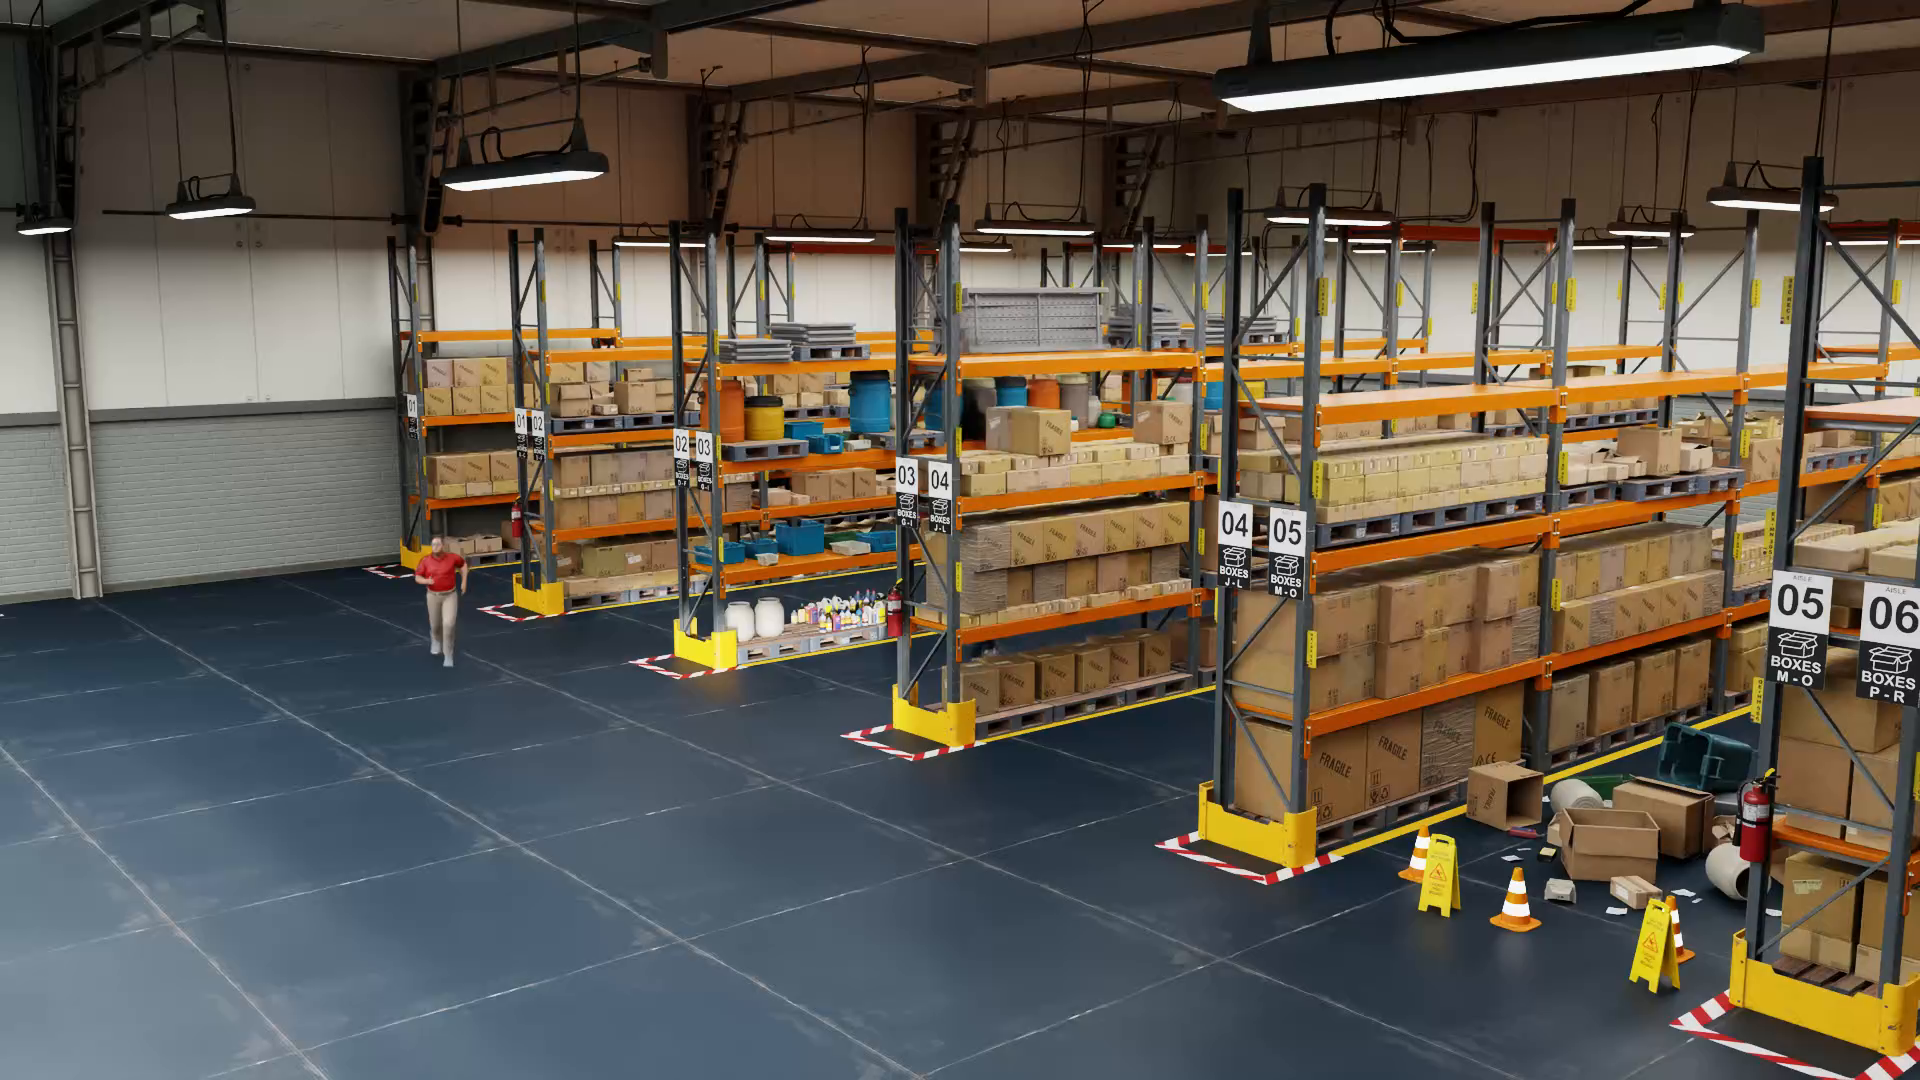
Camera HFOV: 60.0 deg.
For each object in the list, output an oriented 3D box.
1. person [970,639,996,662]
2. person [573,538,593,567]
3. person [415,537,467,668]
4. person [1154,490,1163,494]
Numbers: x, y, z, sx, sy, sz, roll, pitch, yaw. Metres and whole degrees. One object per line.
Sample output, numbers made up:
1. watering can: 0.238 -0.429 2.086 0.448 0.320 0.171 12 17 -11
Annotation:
1. person: 0.233 0.829 21.363 0.673 1.650 0.522 -9 12 -44
2. person: -6.573 -0.044 28.740 0.697 1.622 0.628 -6 11 -35
3. person: -7.116 0.818 22.862 0.671 1.769 0.963 -2 9 -11
4. person: 3.951 -0.723 32.575 0.640 1.819 0.907 7 11 39
